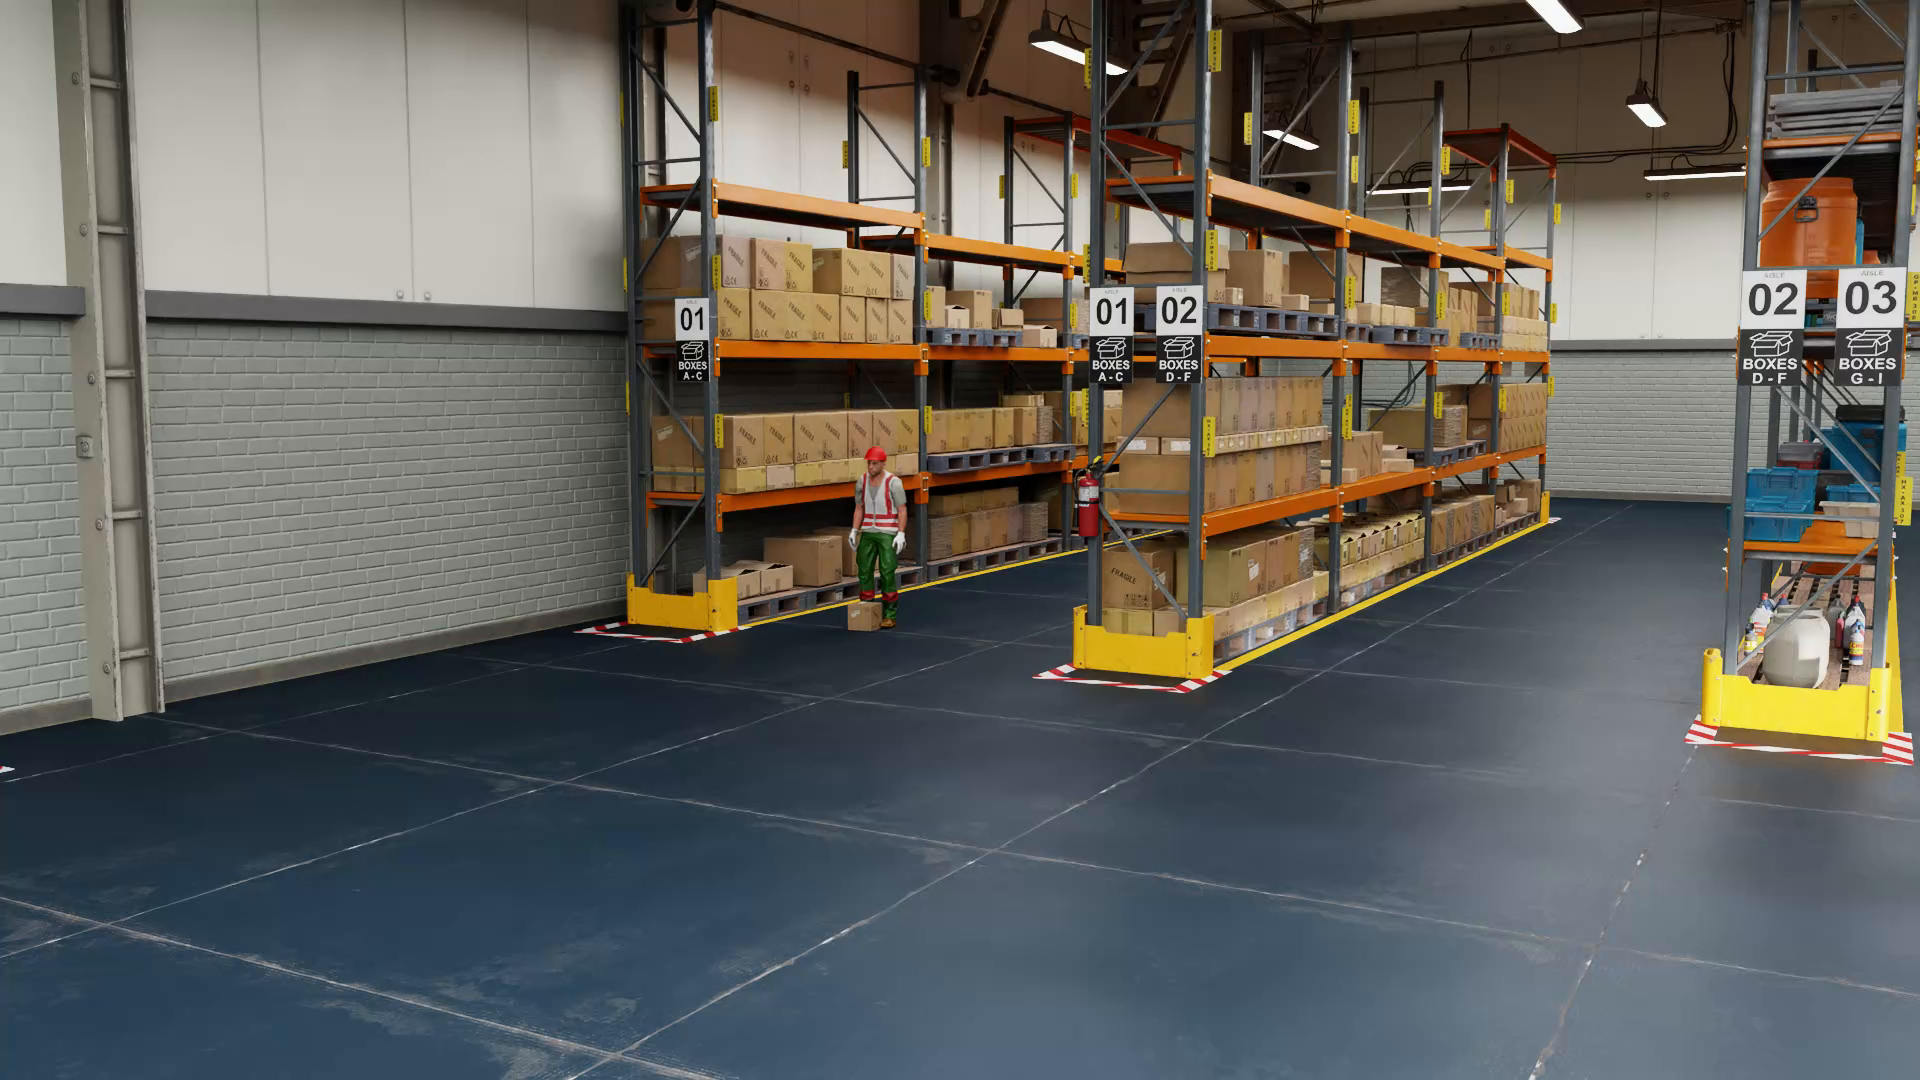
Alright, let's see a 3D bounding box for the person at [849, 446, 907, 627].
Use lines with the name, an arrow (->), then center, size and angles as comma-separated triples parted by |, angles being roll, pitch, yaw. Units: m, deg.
person -> -0.809, -0.034, 16.333 | 0.620, 1.779, 0.454 | 3, 7, 27
